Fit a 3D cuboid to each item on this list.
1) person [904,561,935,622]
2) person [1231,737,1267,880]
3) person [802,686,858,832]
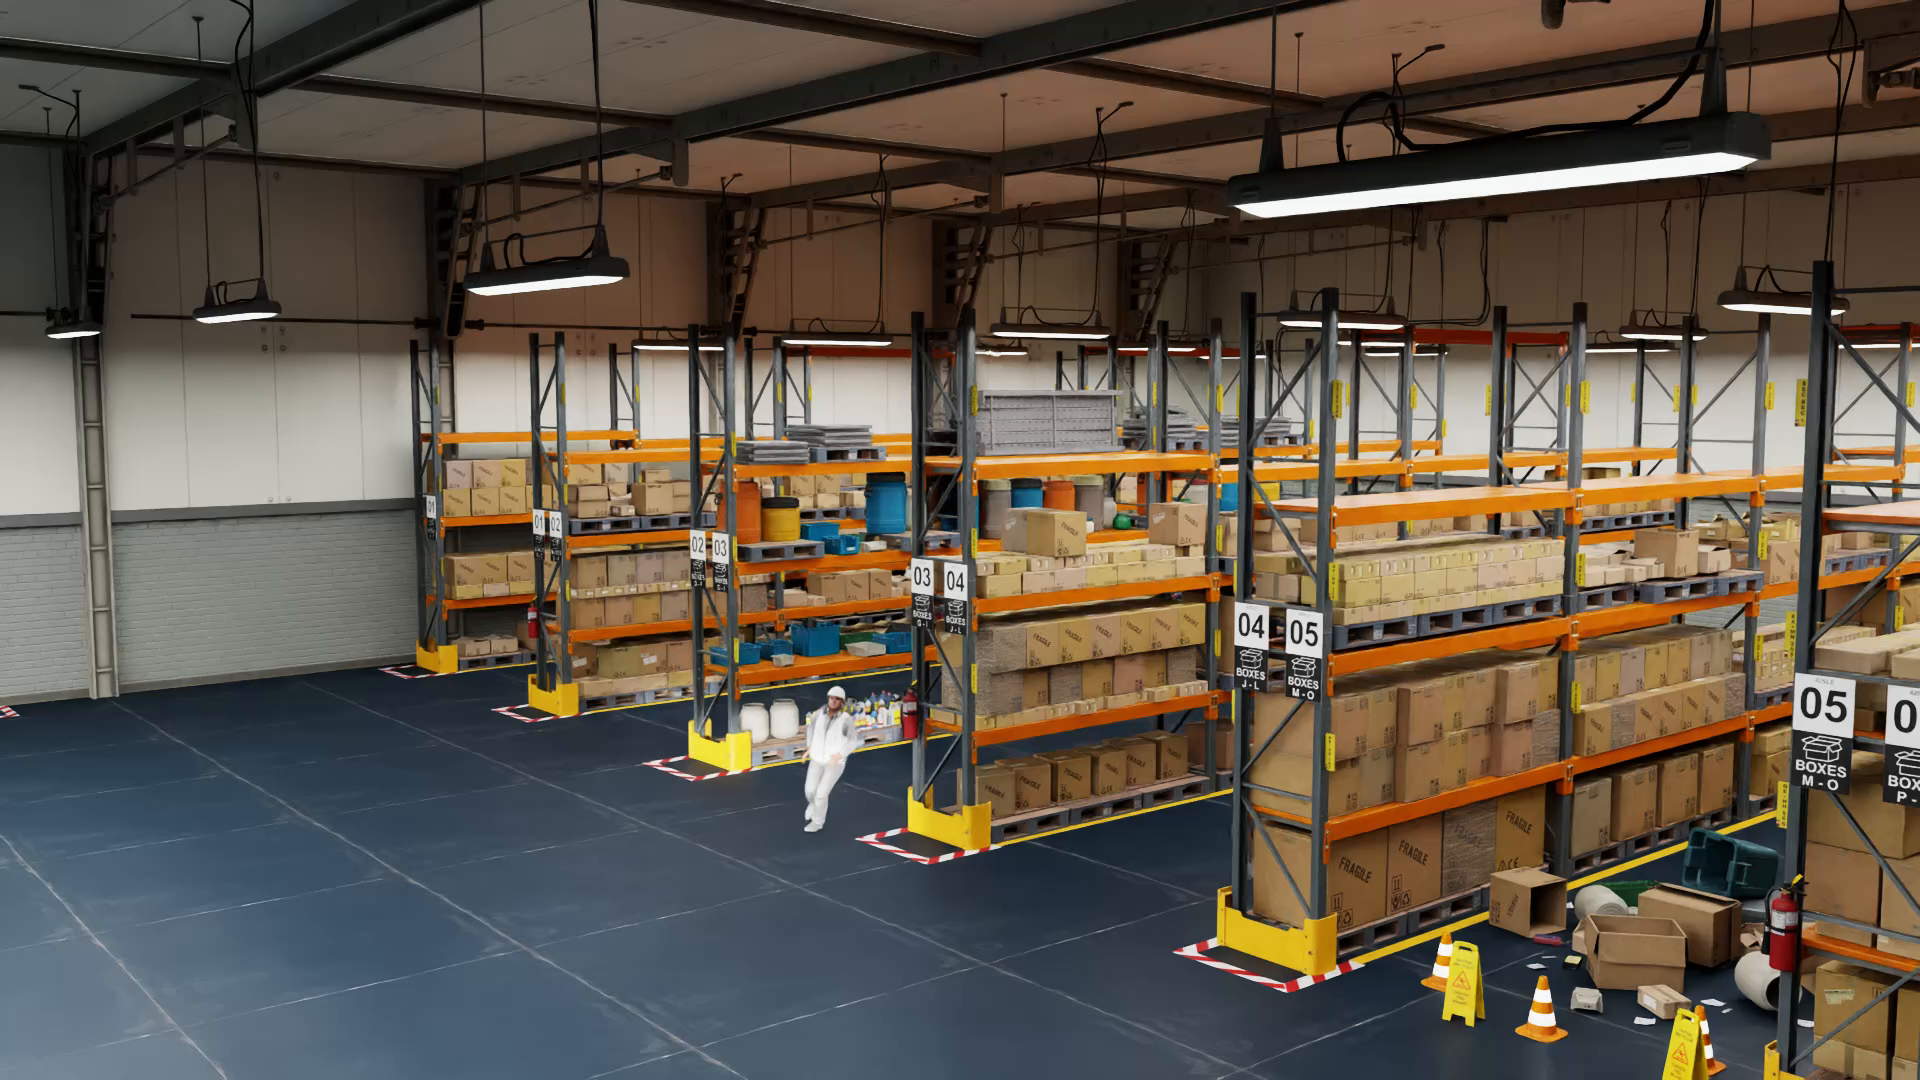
[{"bbox_3d":[-0.897,1.121,34.445,0.895,1.749,0.726,-5,7,-42],"label":"person"},{"bbox_3d":[3.127,2.715,17.355,0.639,1.752,0.708,5,7,43],"label":"person"},{"bbox_3d":[-1.527,2.541,19.218,0.684,1.700,0.540,1,5,15],"label":"person"}]
